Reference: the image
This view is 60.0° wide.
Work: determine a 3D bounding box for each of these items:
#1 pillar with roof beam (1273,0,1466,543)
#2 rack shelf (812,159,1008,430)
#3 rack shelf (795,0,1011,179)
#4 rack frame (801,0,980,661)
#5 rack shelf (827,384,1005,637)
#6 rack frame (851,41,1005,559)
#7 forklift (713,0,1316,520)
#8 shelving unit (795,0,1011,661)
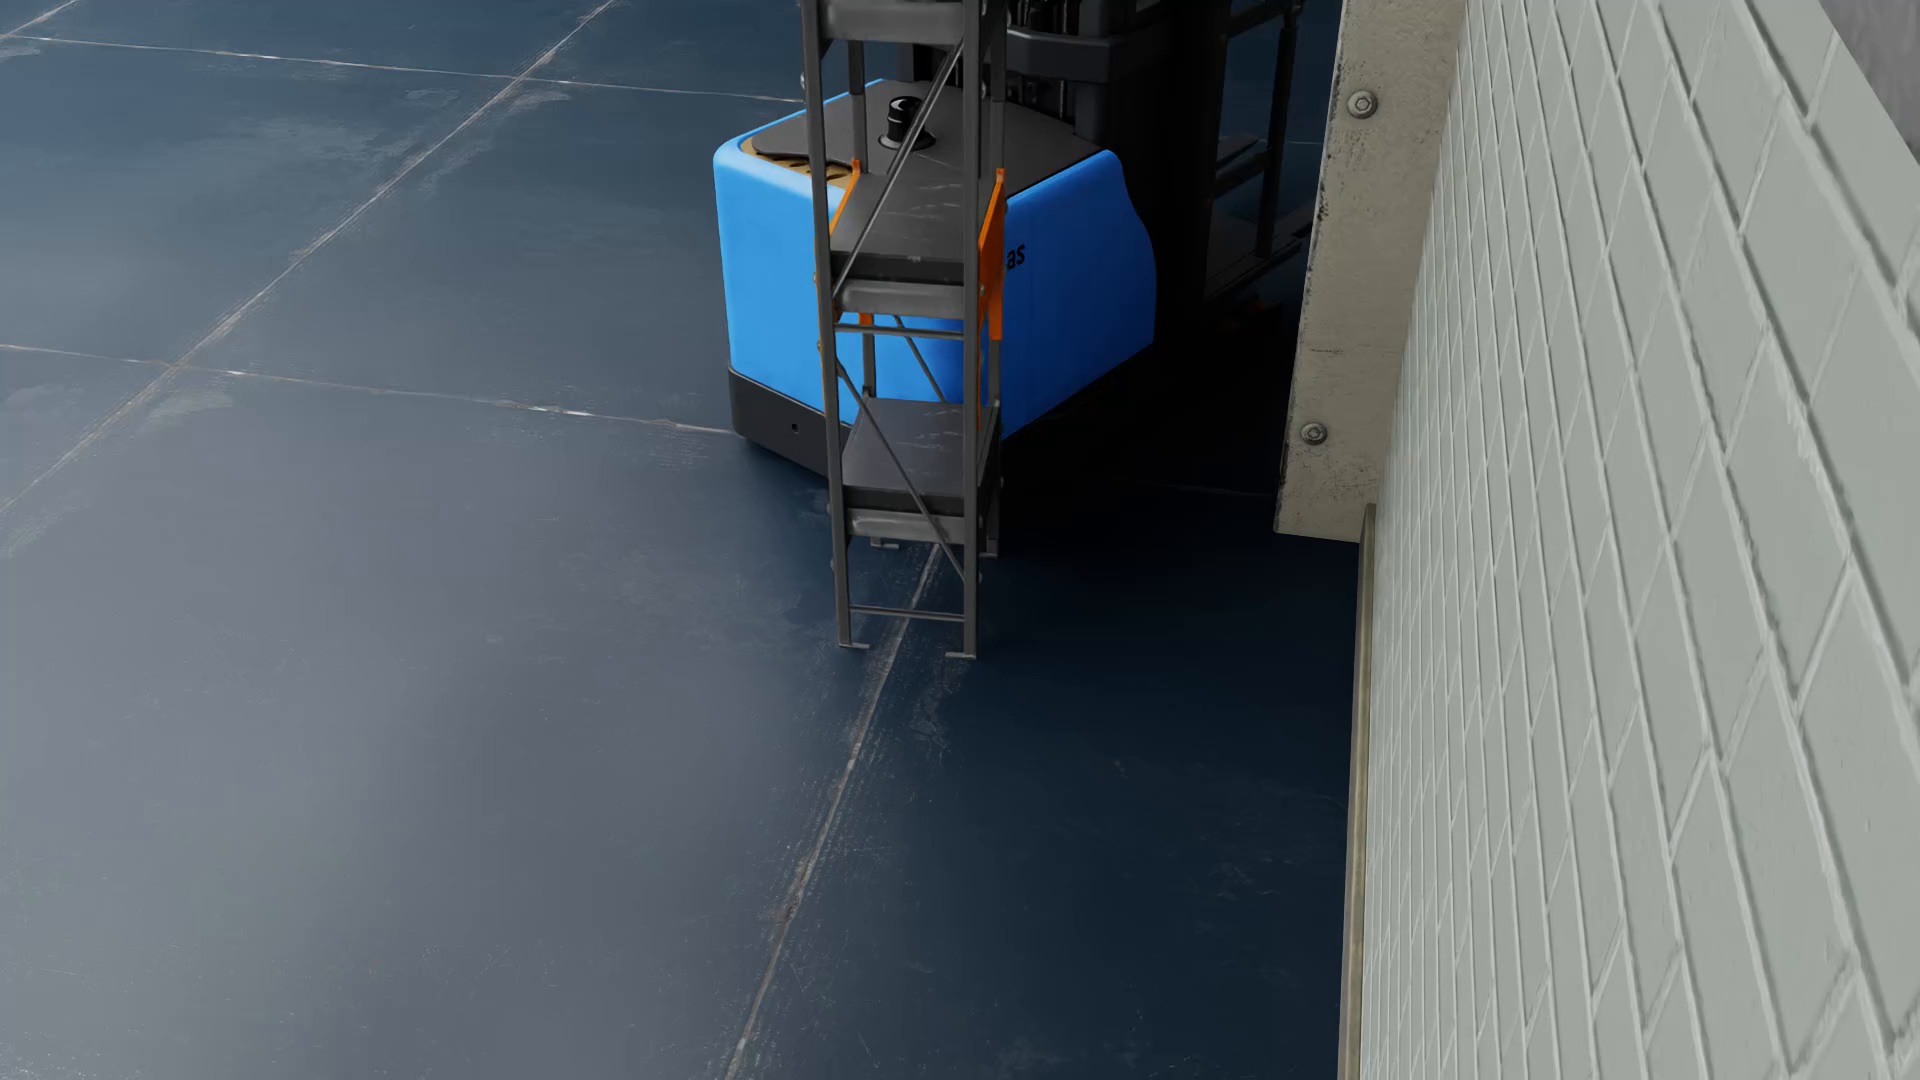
[{"bbox_3d":[-3.018,-4.303,3.520,9.100,9.000,0.400,7,37,10],"label":"pillar with roof beam"},{"bbox_3d":[-0.118,-0.652,4.378,0.431,0.518,0.480,5,37,7],"label":"rack shelf"},{"bbox_3d":[-0.120,-1.214,3.961,0.431,0.518,0.480,5,37,7],"label":"rack shelf"},{"bbox_3d":[-0.154,-0.519,4.176,0.400,2.100,0.015,5,37,7],"label":"rack frame"},{"bbox_3d":[-0.116,-0.089,4.795,0.431,0.518,0.480,5,37,7],"label":"rack shelf"},{"bbox_3d":[-0.083,-0.806,4.564,0.400,2.100,0.015,5,37,7],"label":"rack frame"},{"bbox_3d":[0.557,-2.003,5.516,1.130,2.935,3.031,26,43,31],"label":"forklift"},{"bbox_3d":[-0.118,-0.663,4.370,0.431,2.100,0.503,5,37,7],"label":"shelving unit"}]
